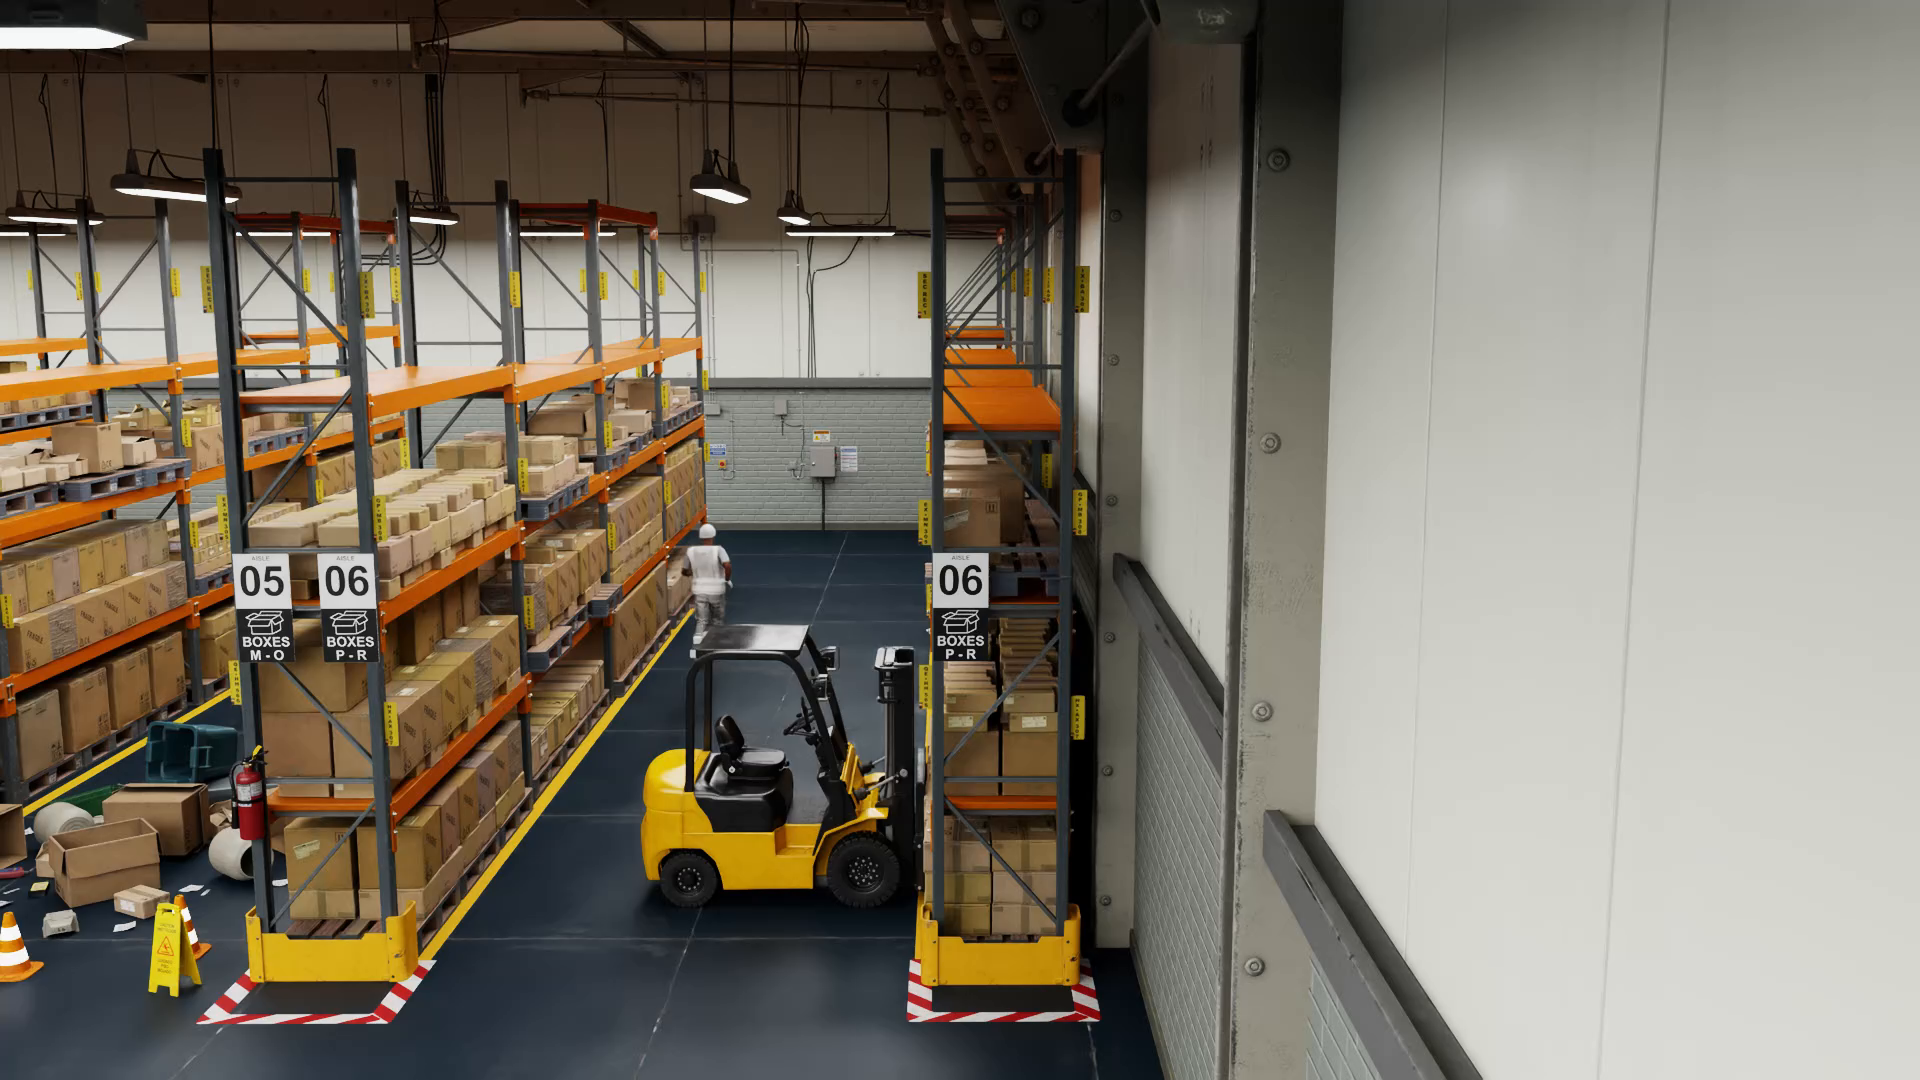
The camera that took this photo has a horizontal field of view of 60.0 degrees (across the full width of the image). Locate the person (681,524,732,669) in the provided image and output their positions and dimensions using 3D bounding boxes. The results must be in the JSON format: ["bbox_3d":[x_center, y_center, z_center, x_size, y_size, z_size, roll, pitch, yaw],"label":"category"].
[{"bbox_3d":[-3.166,0.686,20.920,0.674,1.802,0.937,0,9,1],"label":"person"}]
